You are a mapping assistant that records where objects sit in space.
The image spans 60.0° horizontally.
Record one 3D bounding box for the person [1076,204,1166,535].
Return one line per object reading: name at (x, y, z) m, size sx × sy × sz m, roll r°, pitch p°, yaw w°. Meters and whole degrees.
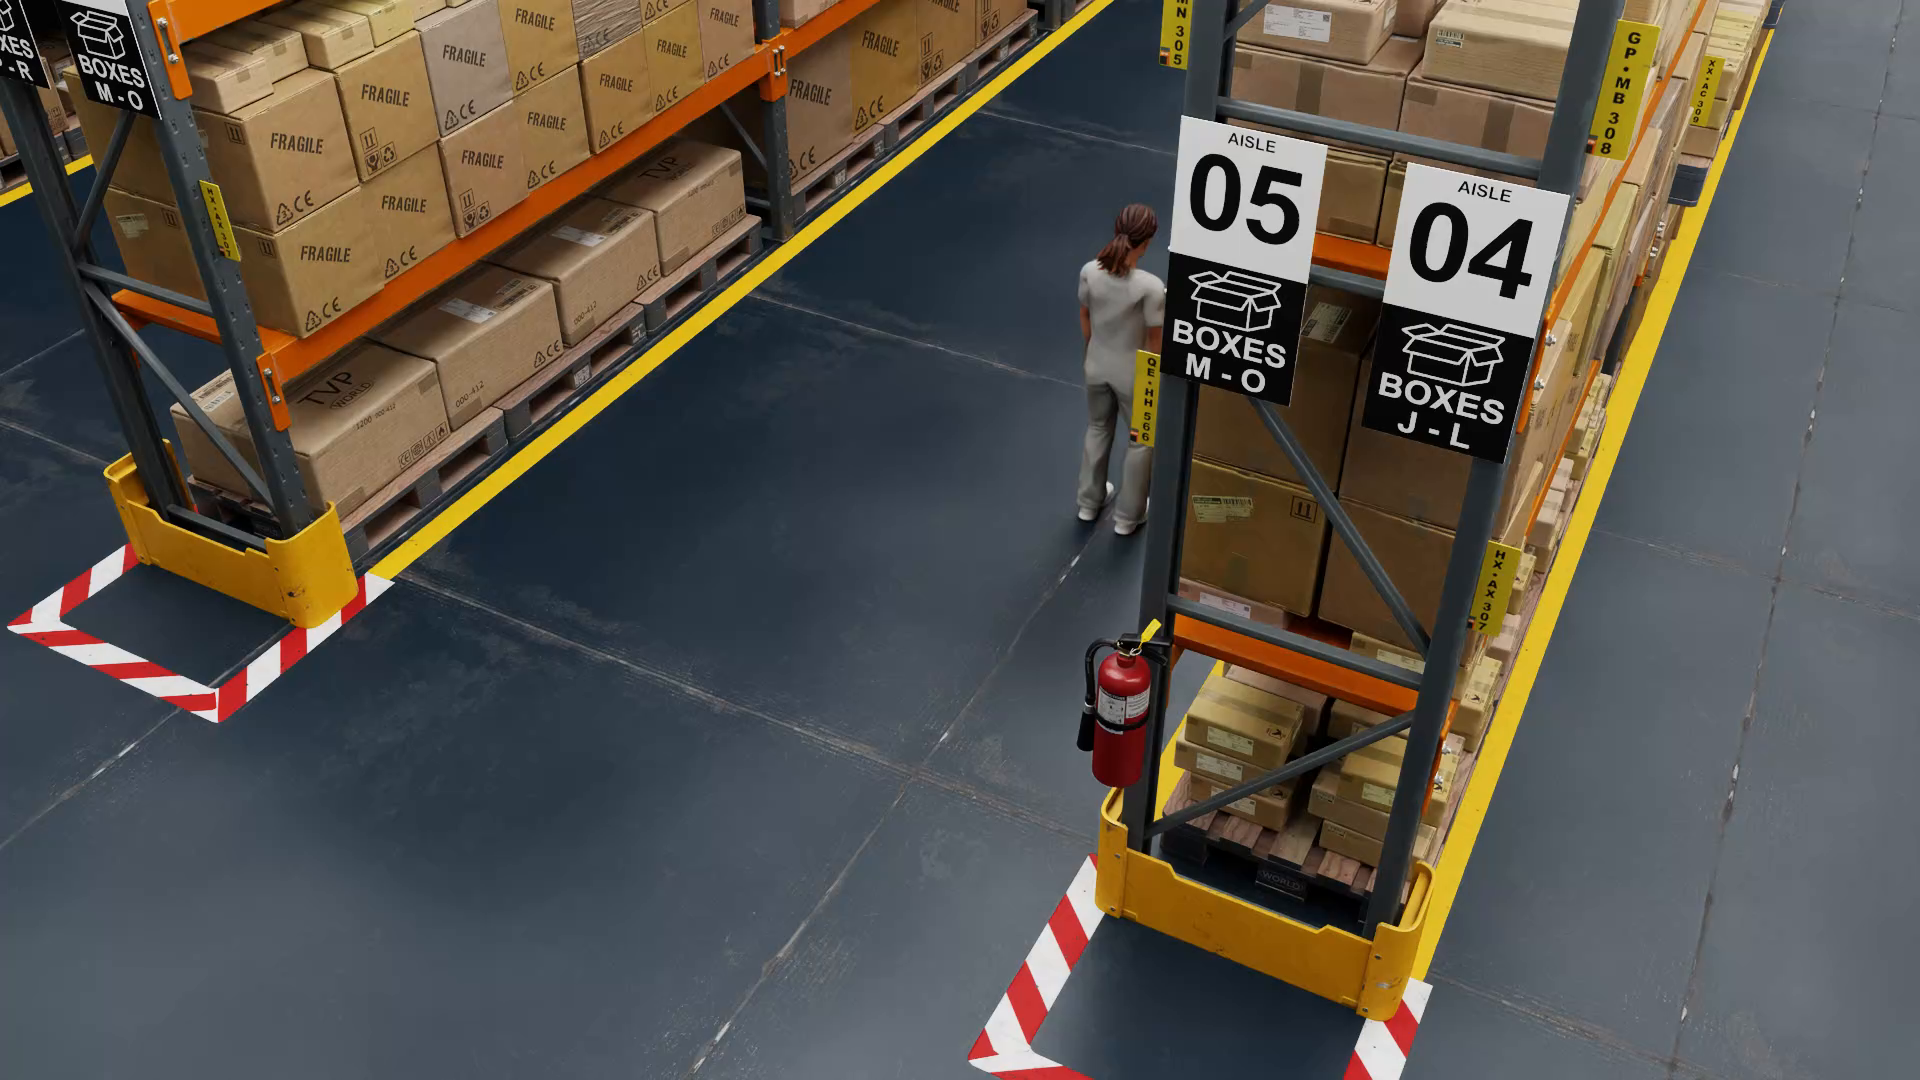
person at (0.743, -0.786, 7.774) m, size 0.451 × 1.657 × 0.350 m, roll 23°, pitch 44°, yaw 27°
